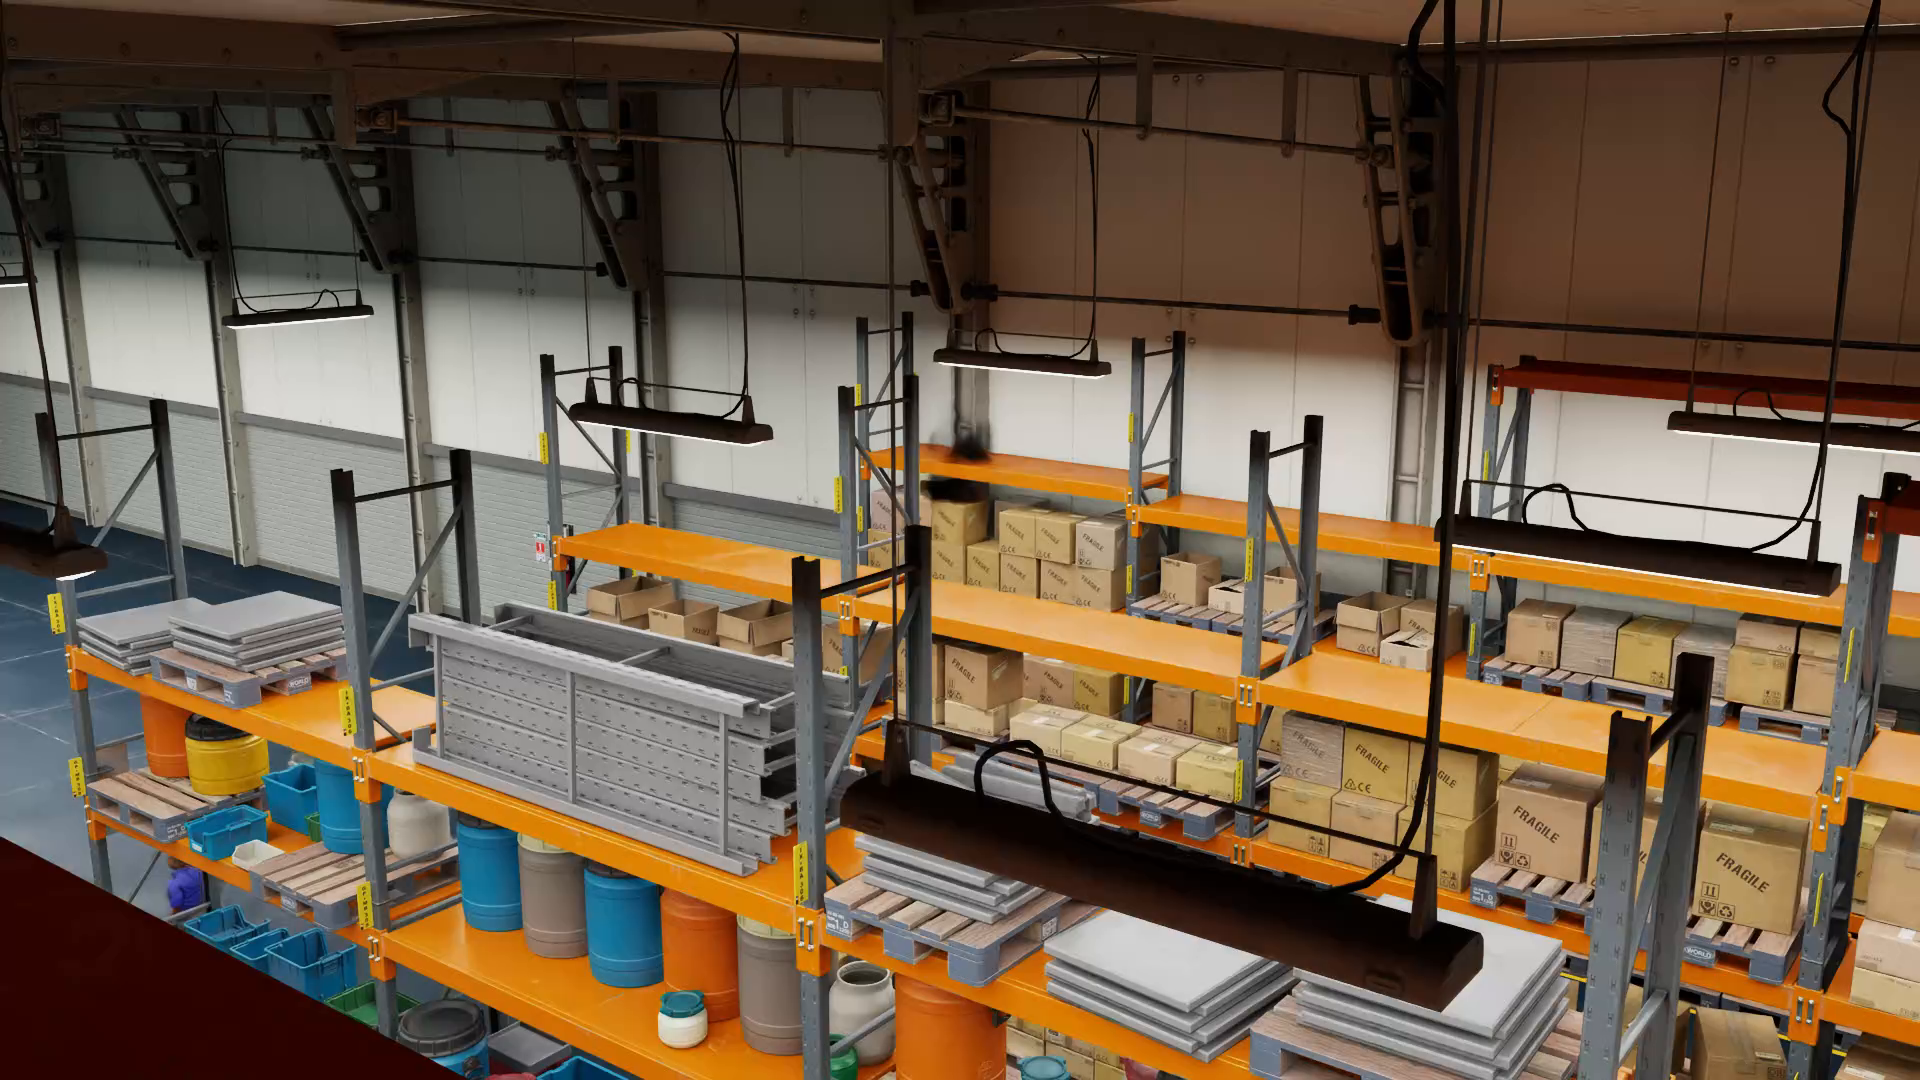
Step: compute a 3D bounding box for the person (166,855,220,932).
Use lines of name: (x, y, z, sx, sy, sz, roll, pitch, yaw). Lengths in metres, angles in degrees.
person: (-7.351, 3.669, 15.956, 0.689, 1.591, 0.621, 4, 14, 16)

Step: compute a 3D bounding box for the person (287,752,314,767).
person: (-7.155, 3.119, 18.194, 0.508, 1.667, 0.619, -5, 14, -21)
